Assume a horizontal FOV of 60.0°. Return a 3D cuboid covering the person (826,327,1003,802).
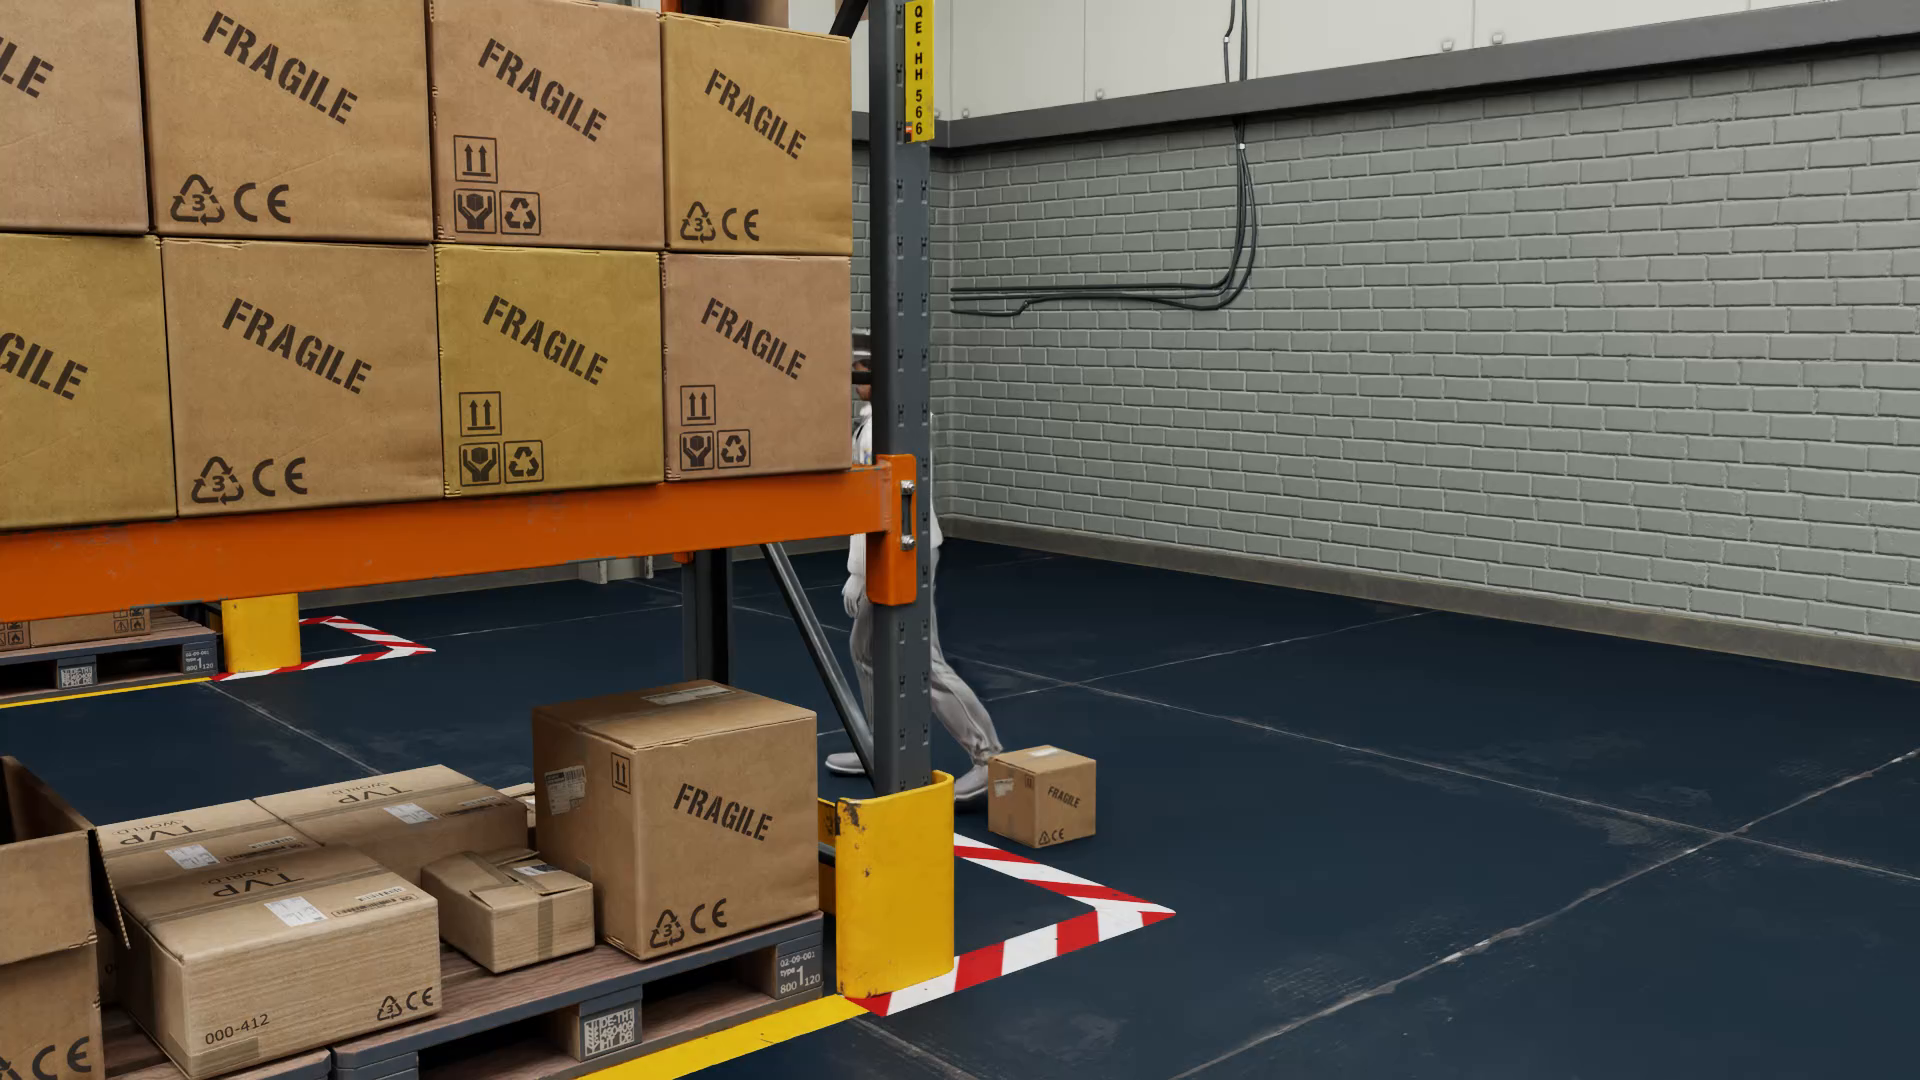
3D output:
[{"bbox_3d":[-0.151,0.074,5.789,0.764,1.624,0.549,1,8,11],"label":"person"}]
